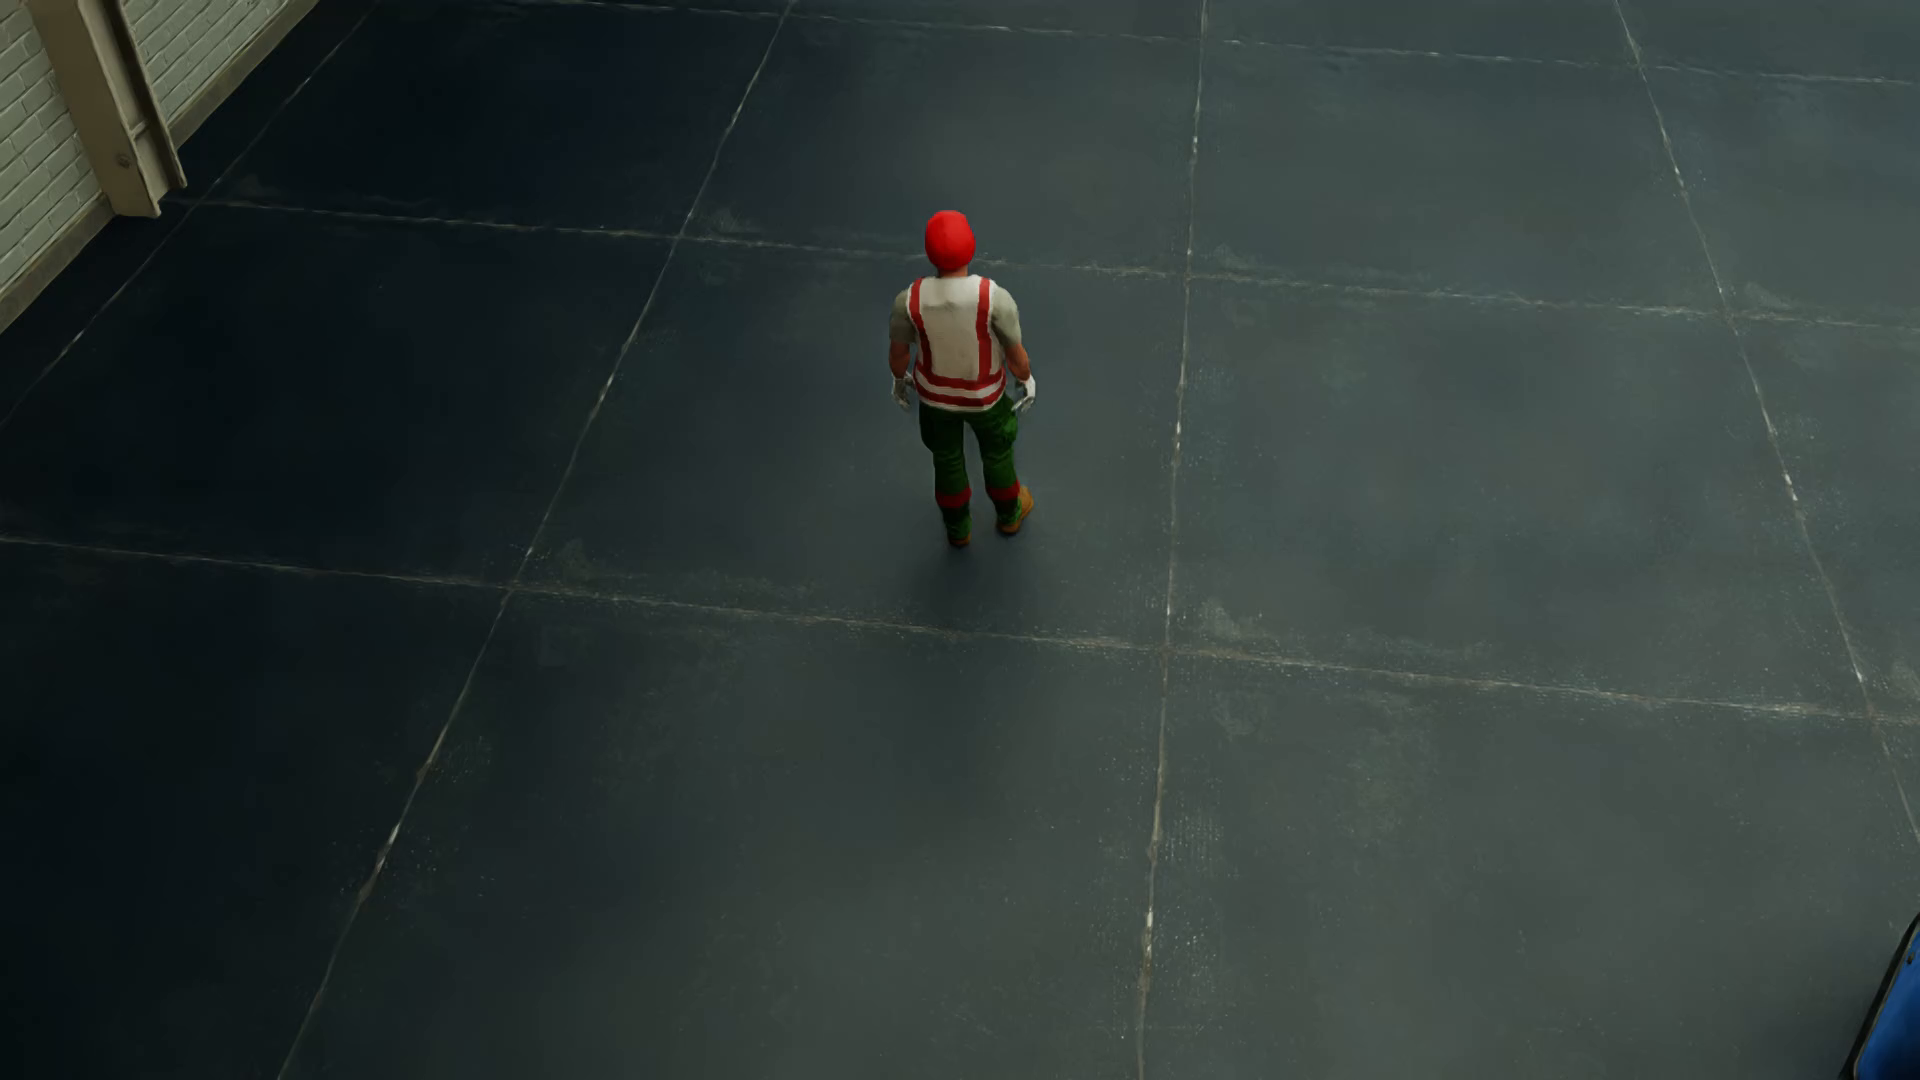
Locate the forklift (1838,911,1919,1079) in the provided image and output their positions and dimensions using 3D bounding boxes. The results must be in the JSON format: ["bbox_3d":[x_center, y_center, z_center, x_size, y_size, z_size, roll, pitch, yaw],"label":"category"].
[{"bbox_3d":[4.421,1.311,4.297,3.031,2.935,1.130,29,50,28],"label":"forklift"}]

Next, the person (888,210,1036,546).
[{"bbox_3d":[0.022,-0.717,7.338,0.637,1.787,0.563,5,43,6],"label":"person"}]
